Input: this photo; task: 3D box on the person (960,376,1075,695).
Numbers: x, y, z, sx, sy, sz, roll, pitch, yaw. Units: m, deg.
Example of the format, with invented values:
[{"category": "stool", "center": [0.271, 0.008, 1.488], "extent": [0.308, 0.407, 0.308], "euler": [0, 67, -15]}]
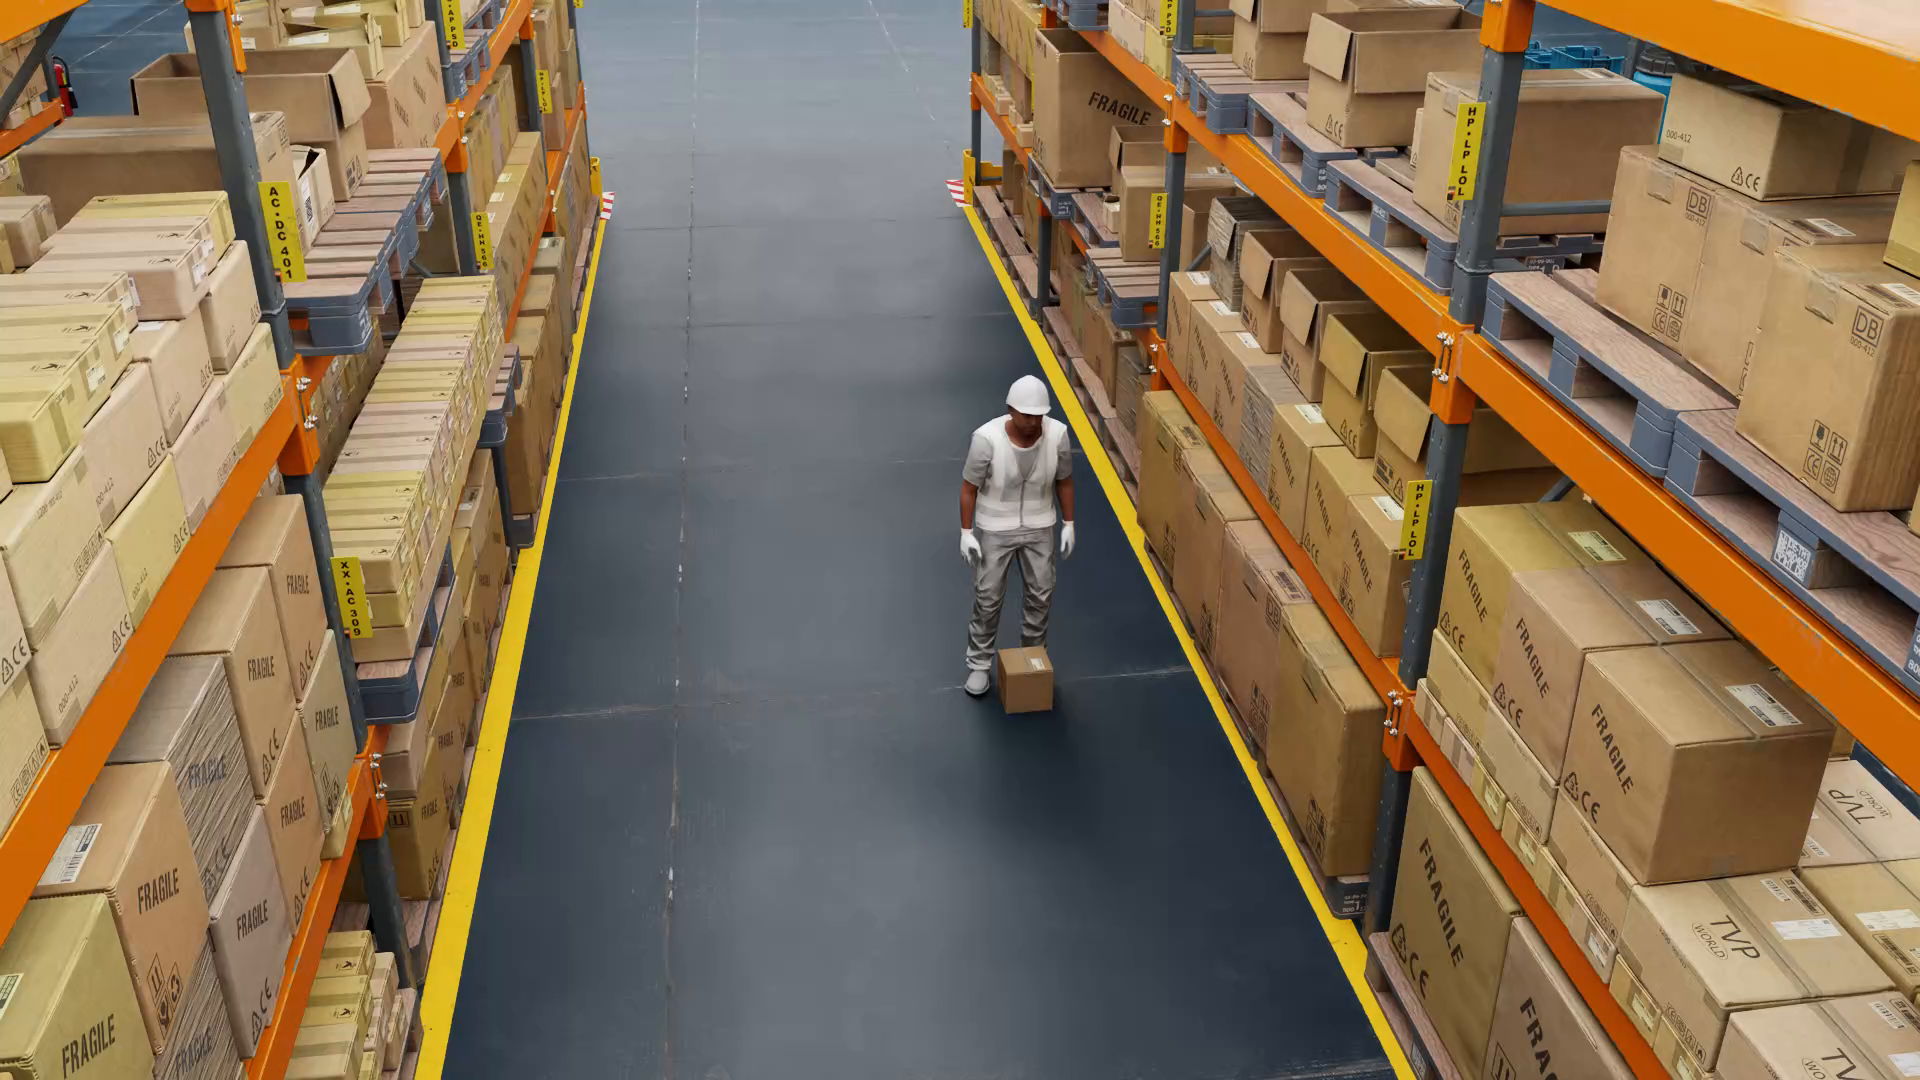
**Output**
[{"category": "person", "center": [0.303, -0.039, 8.682], "extent": [0.625, 1.773, 0.452], "euler": [-5, 27, -10]}]
